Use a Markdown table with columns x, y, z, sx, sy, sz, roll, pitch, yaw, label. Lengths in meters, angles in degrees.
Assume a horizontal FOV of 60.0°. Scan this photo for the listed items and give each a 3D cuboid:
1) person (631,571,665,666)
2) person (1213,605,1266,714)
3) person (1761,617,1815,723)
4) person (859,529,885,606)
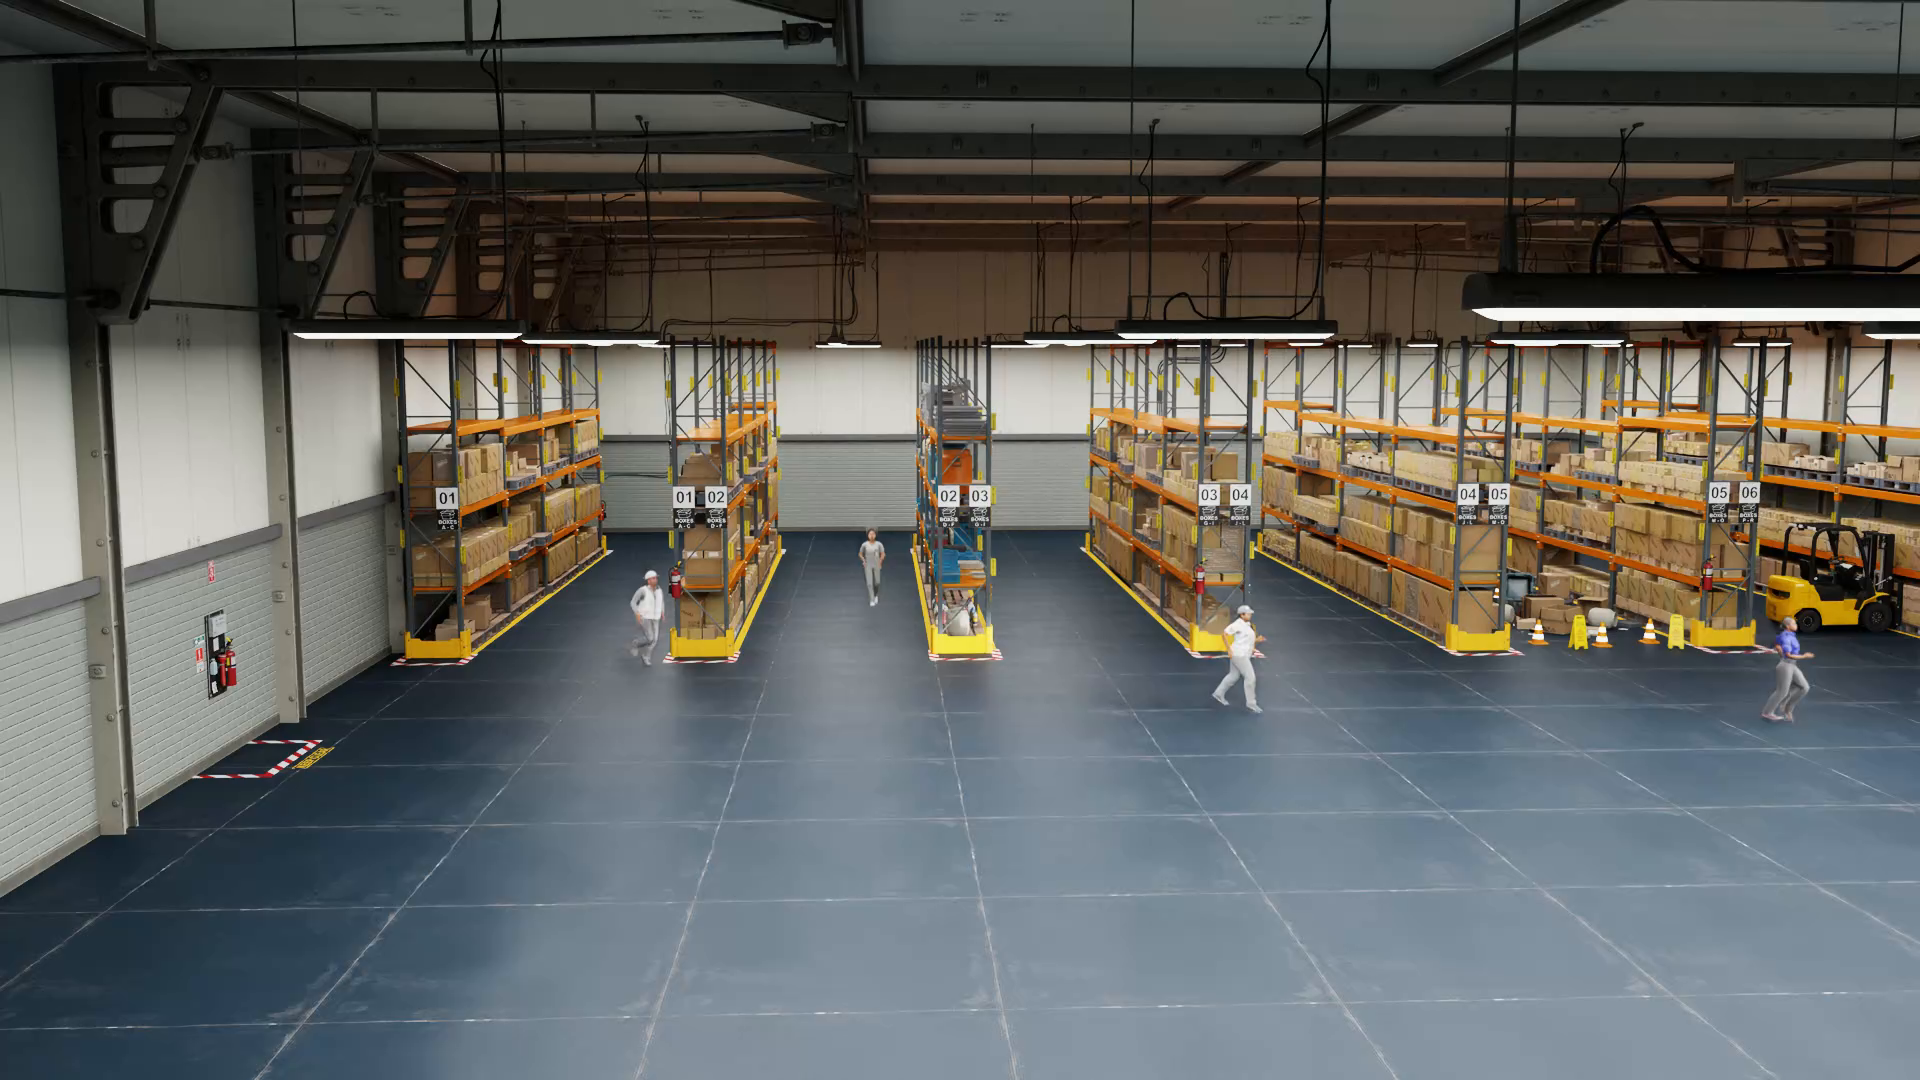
| x | y | z | sx | sy | sz | roll | pitch | yaw | label |
| --- | --- | --- | --- | --- | --- | --- | --- | --- | --- |
| -5.675 | 1.419 | 30.513 | 0.690 | 1.700 | 0.555 | -6 | 9 | -45 | person |
| 4.441 | 1.883 | 26.505 | 0.855 | 1.711 | 0.580 | 2 | 7 | 21 | person |
| 12.772 | 2.003 | 25.616 | 0.688 | 1.664 | 0.542 | 5 | 8 | 37 | person |
| -1.880 | 0.597 | 35.537 | 0.561 | 1.611 | 0.541 | -1 | 7 | -5 | person |
